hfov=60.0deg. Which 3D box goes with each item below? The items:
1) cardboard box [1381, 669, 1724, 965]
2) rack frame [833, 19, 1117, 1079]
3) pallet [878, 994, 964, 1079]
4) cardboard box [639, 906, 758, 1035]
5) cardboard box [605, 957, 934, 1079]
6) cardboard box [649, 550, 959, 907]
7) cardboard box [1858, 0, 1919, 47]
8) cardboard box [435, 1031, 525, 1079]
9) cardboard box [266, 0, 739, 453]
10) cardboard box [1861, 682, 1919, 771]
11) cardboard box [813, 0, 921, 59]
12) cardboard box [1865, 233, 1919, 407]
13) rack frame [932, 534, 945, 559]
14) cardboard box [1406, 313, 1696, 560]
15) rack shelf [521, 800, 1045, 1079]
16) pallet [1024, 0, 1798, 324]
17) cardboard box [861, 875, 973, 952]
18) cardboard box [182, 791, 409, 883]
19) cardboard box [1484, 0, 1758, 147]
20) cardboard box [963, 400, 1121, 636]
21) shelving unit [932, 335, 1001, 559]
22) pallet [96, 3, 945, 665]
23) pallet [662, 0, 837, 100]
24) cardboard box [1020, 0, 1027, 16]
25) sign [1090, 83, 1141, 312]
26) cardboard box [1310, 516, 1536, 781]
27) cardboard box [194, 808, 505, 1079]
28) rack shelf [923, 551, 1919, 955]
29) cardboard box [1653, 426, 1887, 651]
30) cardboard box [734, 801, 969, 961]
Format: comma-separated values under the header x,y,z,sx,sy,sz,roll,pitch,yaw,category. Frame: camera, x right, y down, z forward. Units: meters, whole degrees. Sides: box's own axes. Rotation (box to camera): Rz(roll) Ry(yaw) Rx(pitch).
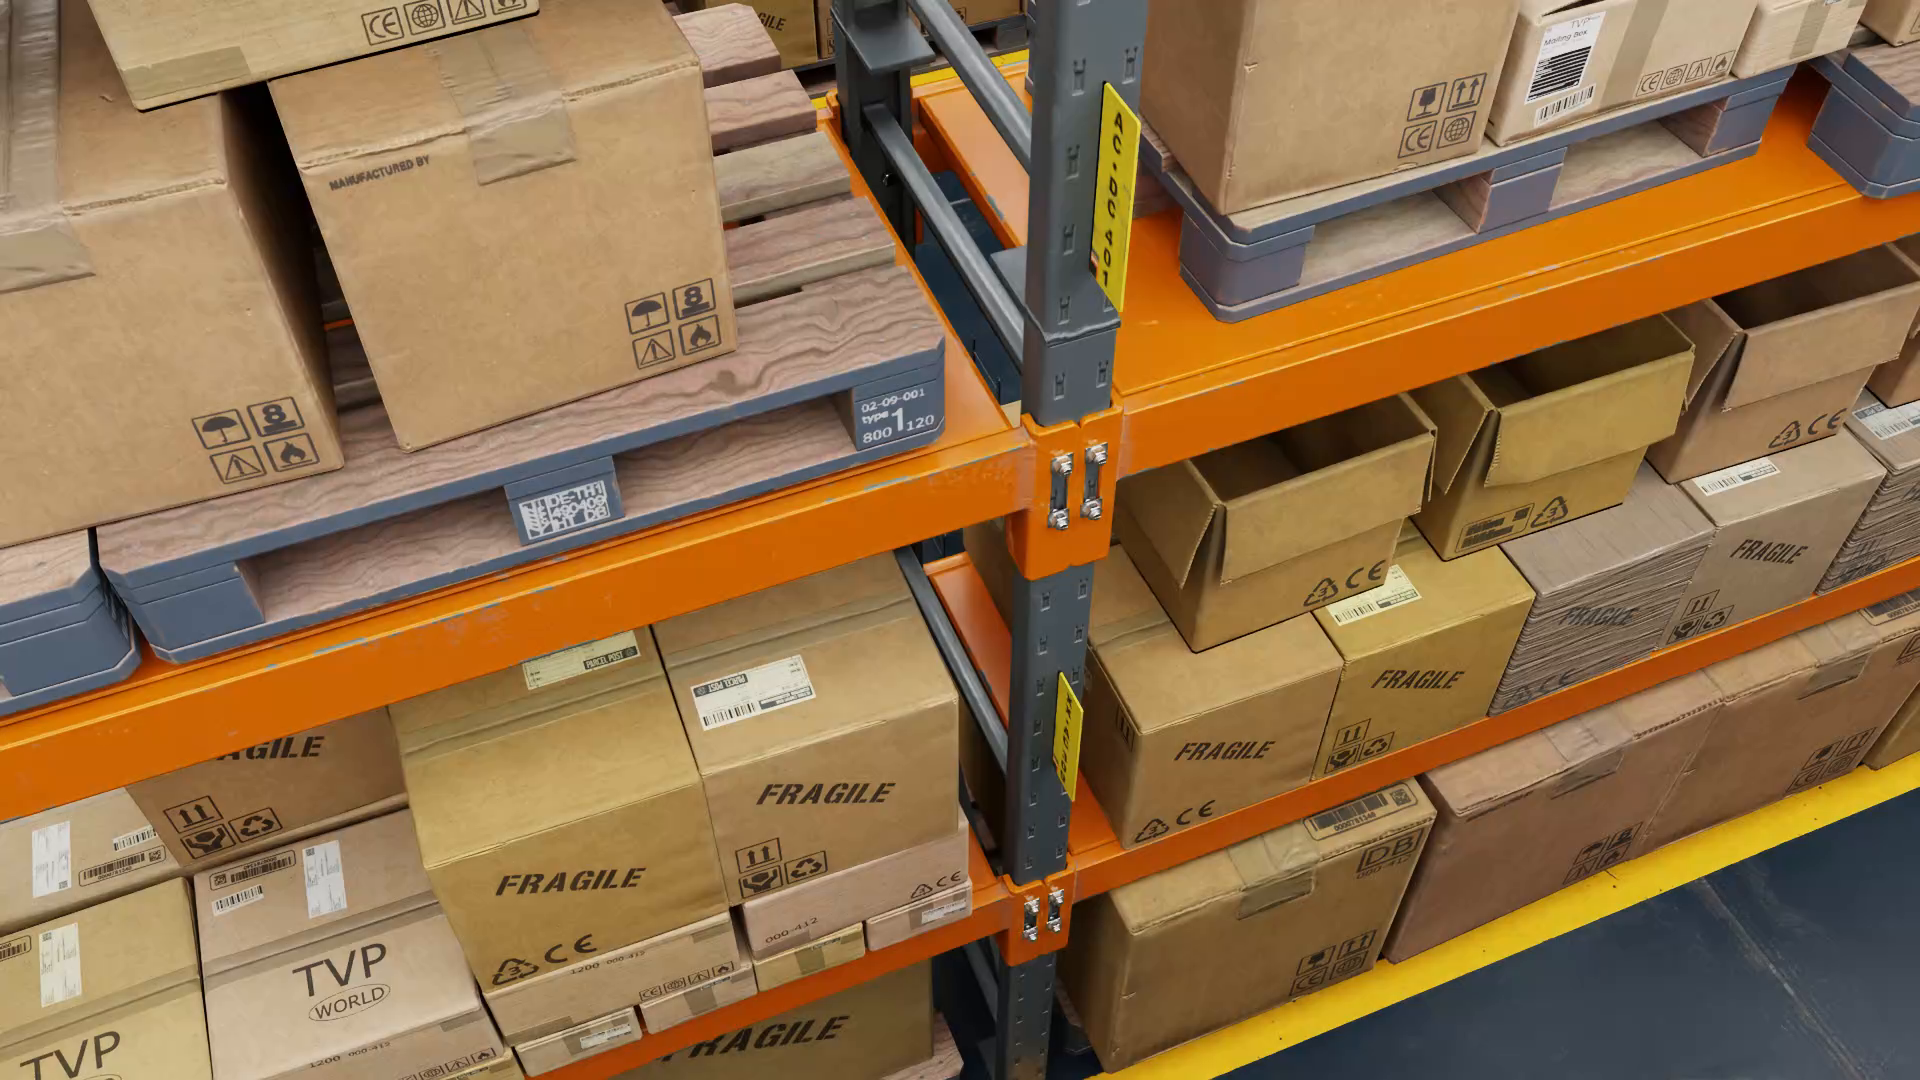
x,y,z,sx,sy,sz,roll,pitch,yaw,category
1.414,0.415,5.040,0.875,0.875,1.225,-19,52,-15,cardboard box
0.002,0.314,4.003,0.127,3.000,1.000,-17,52,-14,rack frame
-0.732,1.386,4.921,1.213,0.211,1.003,-17,52,-14,pallet
-0.632,0.861,3.699,0.250,0.149,0.380,-18,52,-15,cardboard box
-0.639,1.003,4.535,0.875,0.875,0.875,-17,52,-14,cardboard box
-0.322,0.342,3.388,0.500,0.500,0.500,-16,51,-13,cardboard box
1.822,-1.380,3.136,0.637,0.503,0.797,-18,52,-15,cardboard box
-1.109,1.009,3.572,0.250,0.149,0.380,-16,51,-14,cardboard box
-0.700,-0.598,2.401,0.500,0.500,0.700,-20,52,-16,cardboard box
3.058,-0.094,5.478,0.875,0.875,1.225,-19,52,-16,cardboard box
-0.506,-2.699,7.962,0.500,0.500,0.500,-15,51,-13,cardboard box
2.418,-0.809,4.241,0.637,0.503,0.797,-16,51,-13,cardboard box
-0.102,-0.262,5.882,0.006,0.900,0.240,-17,52,-14,rack frame
1.230,-0.423,3.909,0.637,0.503,0.797,-17,51,-14,cardboard box
-1.850,1.122,3.783,4.000,0.370,1.077,-17,52,-14,rack shelf
0.832,-0.898,3.193,1.217,0.209,0.805,-19,52,-16,pallet
-0.156,0.714,3.826,0.250,0.149,0.380,-17,51,-14,cardboard box
-1.472,0.509,3.739,0.500,0.250,0.500,-16,51,-13,cardboard box
1.052,-1.022,2.955,0.500,0.311,0.500,-19,52,-15,cardboard box
0.332,-0.044,4.245,0.500,0.500,0.500,-17,51,-14,cardboard box
-0.008,-0.291,5.907,0.210,0.900,0.258,-17,52,-14,shelving unit
-0.759,-0.407,2.703,1.213,0.211,1.003,-17,52,-14,pallet
-1.060,-2.514,8.270,1.213,0.211,1.003,-17,52,-14,pallet
0.447,-2.986,8.208,0.500,0.500,0.500,-19,52,-16,cardboard box
0.213,-0.468,2.304,0.005,0.325,0.100,-17,52,-14,sign
0.987,0.180,4.052,0.500,0.500,0.500,-17,51,-14,cardboard box
-1.258,0.874,3.425,0.500,0.250,0.500,-16,51,-14,cardboard box
1.854,-0.025,4.768,4.000,0.370,1.077,-17,52,-14,rack shelf
1.927,-0.115,4.305,0.500,0.500,0.500,-16,51,-14,cardboard box
-0.308,0.577,3.680,0.500,0.250,0.500,-18,52,-15,cardboard box
